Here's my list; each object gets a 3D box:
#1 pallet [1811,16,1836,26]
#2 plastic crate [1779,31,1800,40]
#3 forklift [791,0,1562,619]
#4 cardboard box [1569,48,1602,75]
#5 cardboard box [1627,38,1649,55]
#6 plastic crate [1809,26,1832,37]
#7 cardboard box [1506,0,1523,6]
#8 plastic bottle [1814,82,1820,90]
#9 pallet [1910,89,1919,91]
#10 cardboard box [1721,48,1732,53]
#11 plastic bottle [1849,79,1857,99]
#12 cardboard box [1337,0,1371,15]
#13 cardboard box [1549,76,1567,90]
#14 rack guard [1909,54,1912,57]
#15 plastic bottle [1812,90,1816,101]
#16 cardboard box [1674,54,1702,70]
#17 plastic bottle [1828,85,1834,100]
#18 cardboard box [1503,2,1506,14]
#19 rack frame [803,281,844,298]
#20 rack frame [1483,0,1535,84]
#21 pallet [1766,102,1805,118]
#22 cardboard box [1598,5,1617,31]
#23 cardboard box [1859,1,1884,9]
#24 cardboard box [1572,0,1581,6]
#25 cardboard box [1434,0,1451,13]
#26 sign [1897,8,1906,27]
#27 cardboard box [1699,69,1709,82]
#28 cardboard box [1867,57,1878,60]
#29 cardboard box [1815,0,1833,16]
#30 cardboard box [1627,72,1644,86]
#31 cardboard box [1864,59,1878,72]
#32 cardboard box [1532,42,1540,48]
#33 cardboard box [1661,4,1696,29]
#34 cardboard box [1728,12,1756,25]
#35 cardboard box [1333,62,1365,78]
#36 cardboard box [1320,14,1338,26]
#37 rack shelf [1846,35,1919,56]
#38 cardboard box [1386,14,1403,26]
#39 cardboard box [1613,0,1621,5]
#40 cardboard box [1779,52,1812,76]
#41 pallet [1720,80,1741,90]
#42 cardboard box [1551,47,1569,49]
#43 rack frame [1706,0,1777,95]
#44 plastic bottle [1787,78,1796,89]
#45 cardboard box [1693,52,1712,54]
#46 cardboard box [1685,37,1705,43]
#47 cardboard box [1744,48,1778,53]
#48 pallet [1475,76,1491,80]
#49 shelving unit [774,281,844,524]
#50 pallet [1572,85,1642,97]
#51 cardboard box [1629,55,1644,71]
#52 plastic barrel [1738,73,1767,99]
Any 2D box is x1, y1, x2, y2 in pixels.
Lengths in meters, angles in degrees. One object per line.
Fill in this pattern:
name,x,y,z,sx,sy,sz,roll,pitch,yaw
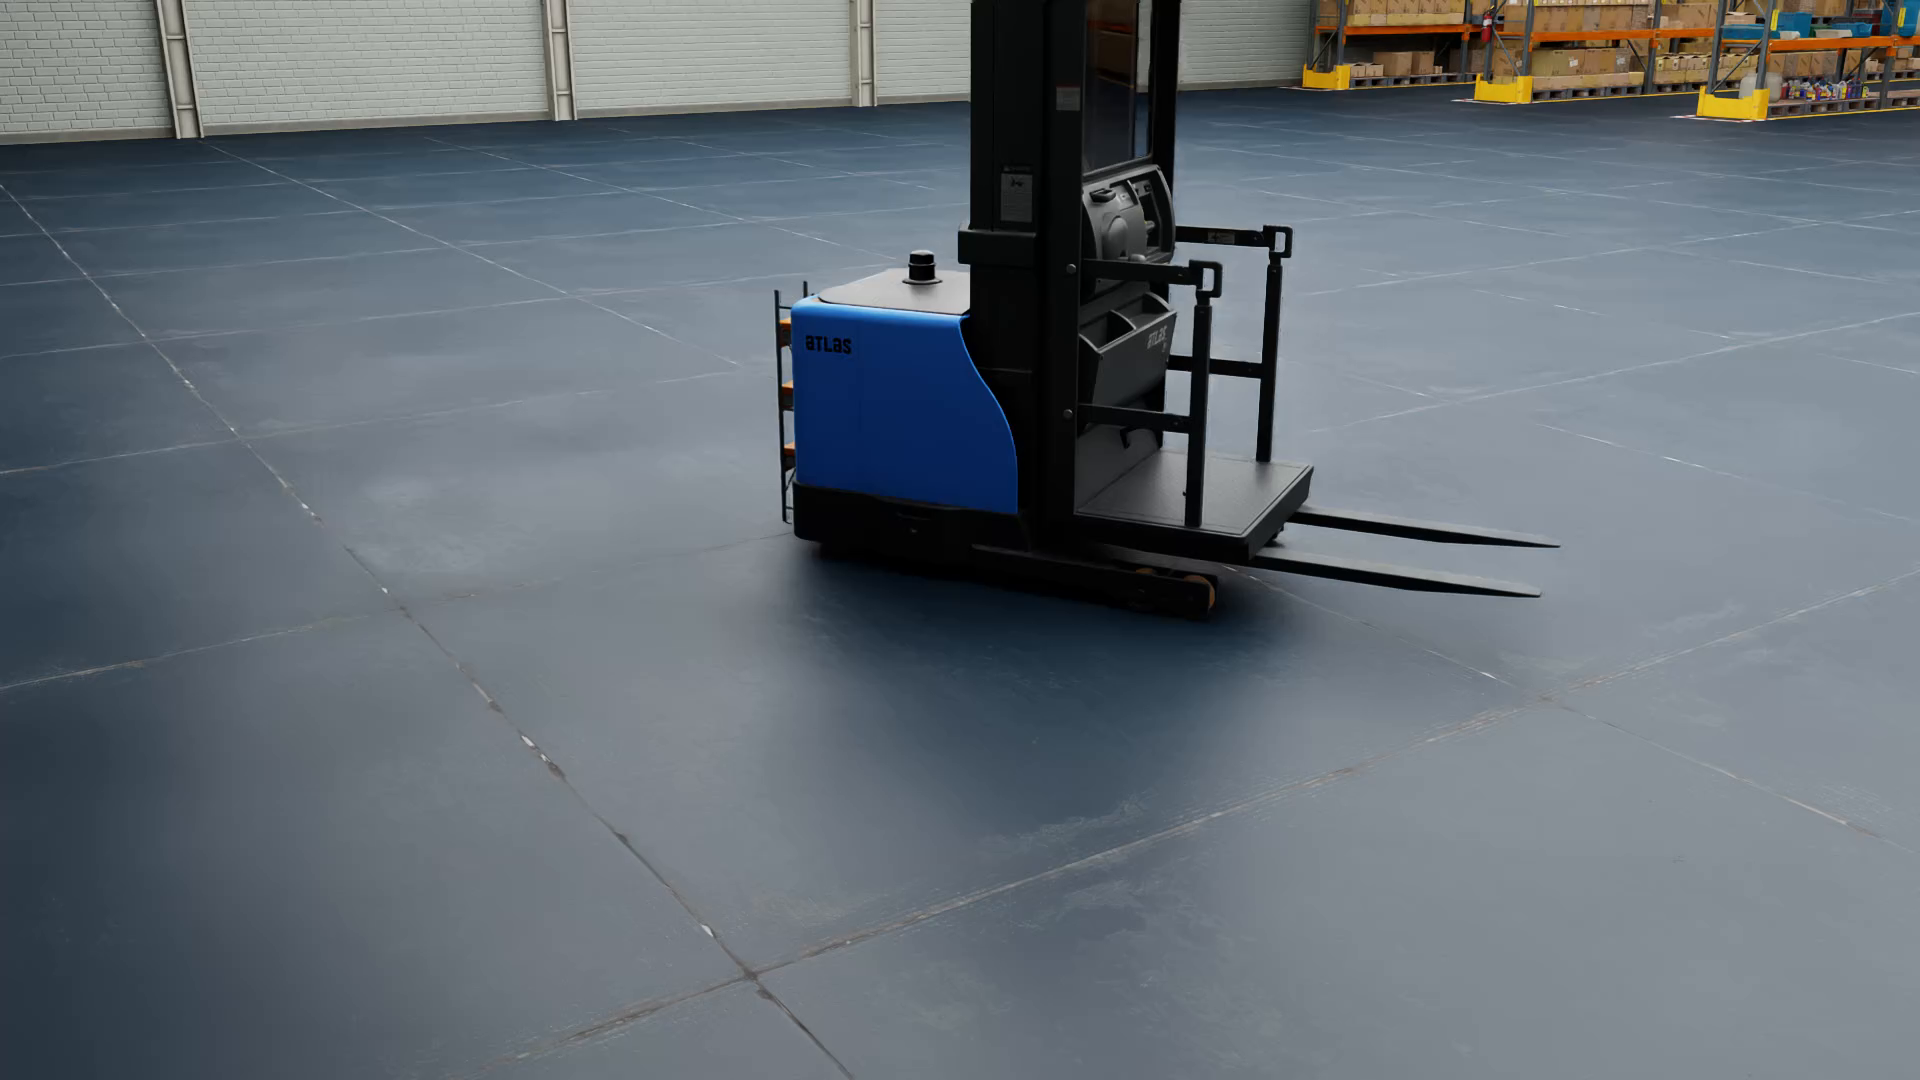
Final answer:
pallet,19.109,-11.826,37.842,1.213,0.211,1.003,-12,22,-31
plastic crate,14.452,-8.785,28.959,0.250,0.136,0.298,-12,22,-31
forklift,0.850,-1.280,6.454,3.031,2.935,1.130,9,20,24
cardboard box,12.631,-9.714,33.762,0.500,0.500,0.500,-12,22,-31
cardboard box,16.889,-12.476,42.166,0.750,0.750,0.750,-11,22,-30
plastic crate,15.579,-9.279,30.339,0.662,0.188,0.450,-12,22,-31
cardboard box,11.021,-10.637,32.856,0.250,0.149,0.380,-12,22,-32
plastic bottle,15.911,-8.370,30.892,0.097,0.271,0.097,0,19,0
pallet,19.540,-8.801,32.947,1.213,0.211,1.003,-12,22,-31
cardboard box,20.074,-12.995,44.245,0.500,0.500,0.700,-13,22,-33
plastic bottle,16.328,-8.272,30.479,0.185,0.351,0.144,-13,23,-34
cardboard box,8.643,-11.786,36.455,0.500,0.500,0.500,-12,22,-31
cardboard box,11.792,-9.184,33.366,0.500,0.250,0.500,-12,22,-31
rack guard,24.106,-11.785,41.323,0.348,0.500,1.175,-12,22,-31
plastic bottle,15.299,-7.976,29.835,0.097,0.201,0.097,0,19,0
cardboard box,15.482,-10.215,35.539,0.500,0.311,0.500,-13,22,-33
plastic bottle,15.752,-8.104,30.106,0.097,0.271,0.097,0,19,0
cardboard box,12.867,-12.750,39.432,0.500,0.500,0.700,-9,21,-24
rack frame,-0.601,-0.634,7.480,0.200,1.050,0.008,9,20,24
rack frame,10.806,-10.164,32.626,0.127,3.000,1.000,-12,22,-31
pallet,14.246,-7.685,29.647,1.213,0.211,1.003,-12,22,-31
cardboard box,12.922,-10.654,33.920,0.500,0.500,0.700,-12,22,-31
cardboard box,21.404,-12.342,38.912,0.500,0.500,0.500,-11,22,-30
cardboard box,12.114,-10.713,33.079,0.250,0.149,0.380,-13,23,-33
cardboard box,10.781,-12.231,37.773,0.500,0.500,0.500,-12,22,-32
sign,17.161,-9.525,30.304,0.005,0.325,0.100,-12,22,-31
cardboard box,15.904,-10.041,35.899,0.500,0.250,0.500,-11,22,-30
cardboard box,21.775,-11.521,40.150,0.500,0.311,0.500,-12,22,-31
cardboard box,19.387,-12.196,37.826,0.700,0.500,0.500,16,24,39
cardboard box,13.880,-9.625,34.669,0.500,0.250,0.500,-12,22,-31
cardboard box,21.298,-11.229,39.286,0.500,0.311,0.500,-12,22,-31
cardboard box,13.677,-12.053,40.257,0.500,0.250,0.500,-11,22,-30
cardboard box,15.237,-11.140,35.356,0.500,0.500,0.500,-10,21,-28
cardboard box,17.160,-11.479,36.653,0.500,0.311,0.500,-10,21,-28
cardboard box,8.706,-10.521,37.193,0.500,0.311,0.500,-15,24,-37
cardboard box,8.362,-11.561,36.961,0.500,0.250,0.500,-12,22,-31
rack shelf,18.538,-9.555,31.946,4.000,0.370,1.077,-12,22,-31
cardboard box,9.515,-11.611,37.110,0.500,0.250,0.500,-12,22,-32
cardboard box,13.187,-10.939,33.750,0.250,0.149,0.380,-12,22,-32
cardboard box,18.881,-10.782,37.670,0.500,0.500,0.500,-12,22,-32
pallet,16.779,-10.118,36.843,1.213,0.211,1.003,-12,22,-31
cardboard box,12.336,-9.858,34.186,0.500,0.500,0.500,-12,22,-31
rack frame,13.527,-8.839,28.705,0.127,3.000,1.000,-12,22,-31
plastic bottle,15.298,-8.325,30.634,0.185,0.351,0.144,-11,22,-29
cardboard box,16.455,-10.627,36.757,0.500,0.311,0.500,-13,22,-33
cardboard box,19.168,-13.040,43.367,0.250,0.149,0.380,-11,22,-30
cardboard box,18.184,-11.191,37.710,0.500,0.250,0.500,-11,22,-29
pallet,13.089,-11.226,40.120,1.213,0.211,1.003,-12,22,-31
shelving unit,-0.653,-0.598,7.376,0.215,1.050,0.252,9,20,24
pallet,13.460,-9.419,34.775,1.213,0.211,1.003,-12,22,-31
cardboard box,14.327,-10.179,35.431,0.500,0.311,0.500,-12,22,-31
plastic barrel,14.035,-7.995,29.440,0.421,0.512,0.421,0,19,0
